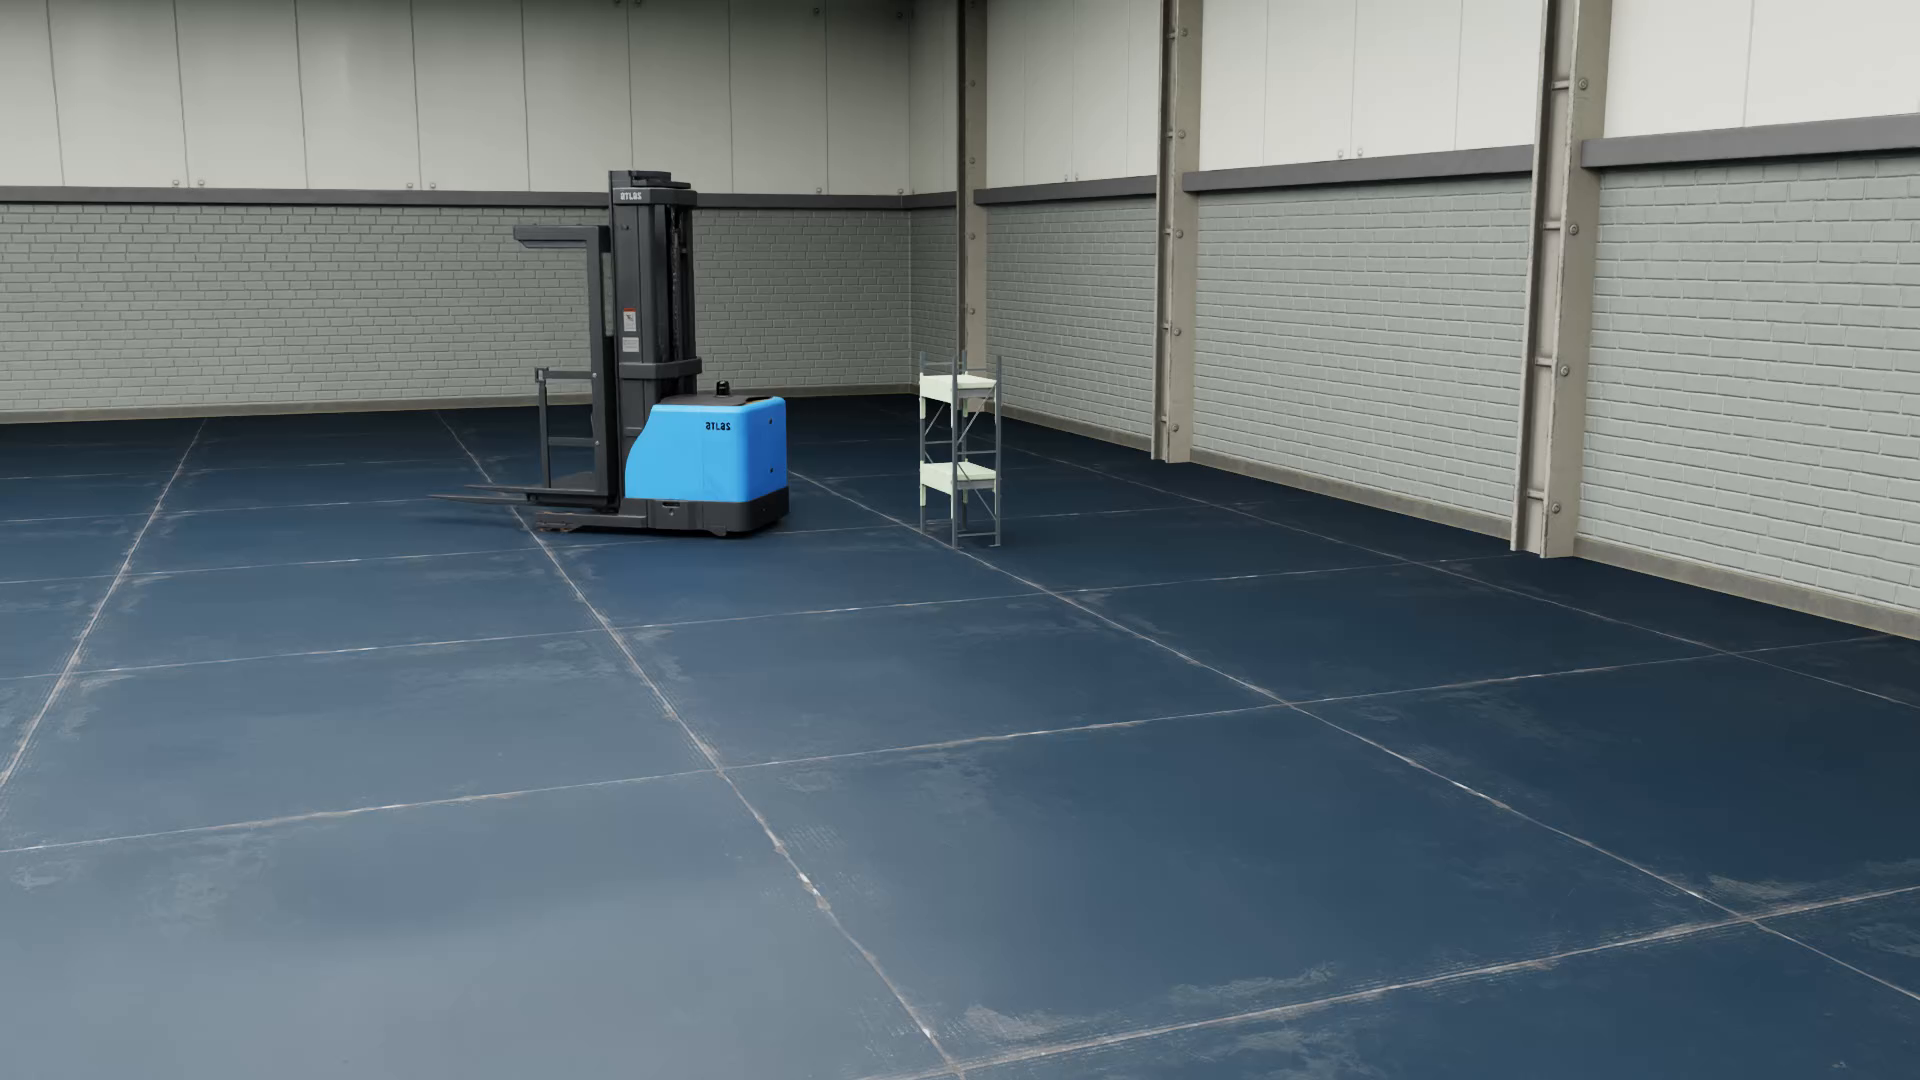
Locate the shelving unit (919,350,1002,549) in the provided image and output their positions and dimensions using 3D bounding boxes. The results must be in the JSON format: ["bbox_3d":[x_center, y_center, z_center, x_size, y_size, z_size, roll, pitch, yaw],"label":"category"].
[{"bbox_3d":[-0.002,-0.739,13.295,0.431,1.500,0.755,-4,11,-21],"label":"shelving unit"}]

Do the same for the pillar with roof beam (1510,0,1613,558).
[{"bbox_3d":[0.500,-4.060,10.551,9.100,9.000,0.400,-4,11,-21],"label":"pillar with roof beam"}]

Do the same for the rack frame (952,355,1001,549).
[{"bbox_3d":[0.130,-0.680,12.959,0.400,1.500,0.023,-4,11,-21],"label":"rack frame"}]

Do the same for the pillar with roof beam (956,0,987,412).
[{"bbox_3d":[-3.848,-6.019,21.562,9.100,9.000,0.400,-4,11,-21],"label":"pillar with roof beam"}]

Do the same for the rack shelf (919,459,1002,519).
[{"bbox_3d":[-0.002,-0.419,13.352,0.431,0.370,0.720,-4,11,-21],"label":"rack shelf"}]

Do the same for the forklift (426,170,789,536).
[{"bbox_3d":[-3.041,-1.590,13.992,3.031,2.935,1.130,3,10,15],"label":"forklift"}]

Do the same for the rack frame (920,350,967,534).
[{"bbox_3d":[-0.135,-0.799,13.631,0.400,1.500,0.023,-4,11,-21],"label":"rack frame"}]

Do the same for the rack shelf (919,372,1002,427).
[{"bbox_3d":[-0.002,-1.124,13.227,0.431,0.370,0.720,-4,11,-21],"label":"rack shelf"}]

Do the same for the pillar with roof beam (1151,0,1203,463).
[{"bbox_3d":[-1.674,-5.040,16.056,9.100,9.000,0.400,-4,11,-21],"label":"pillar with roof beam"}]
